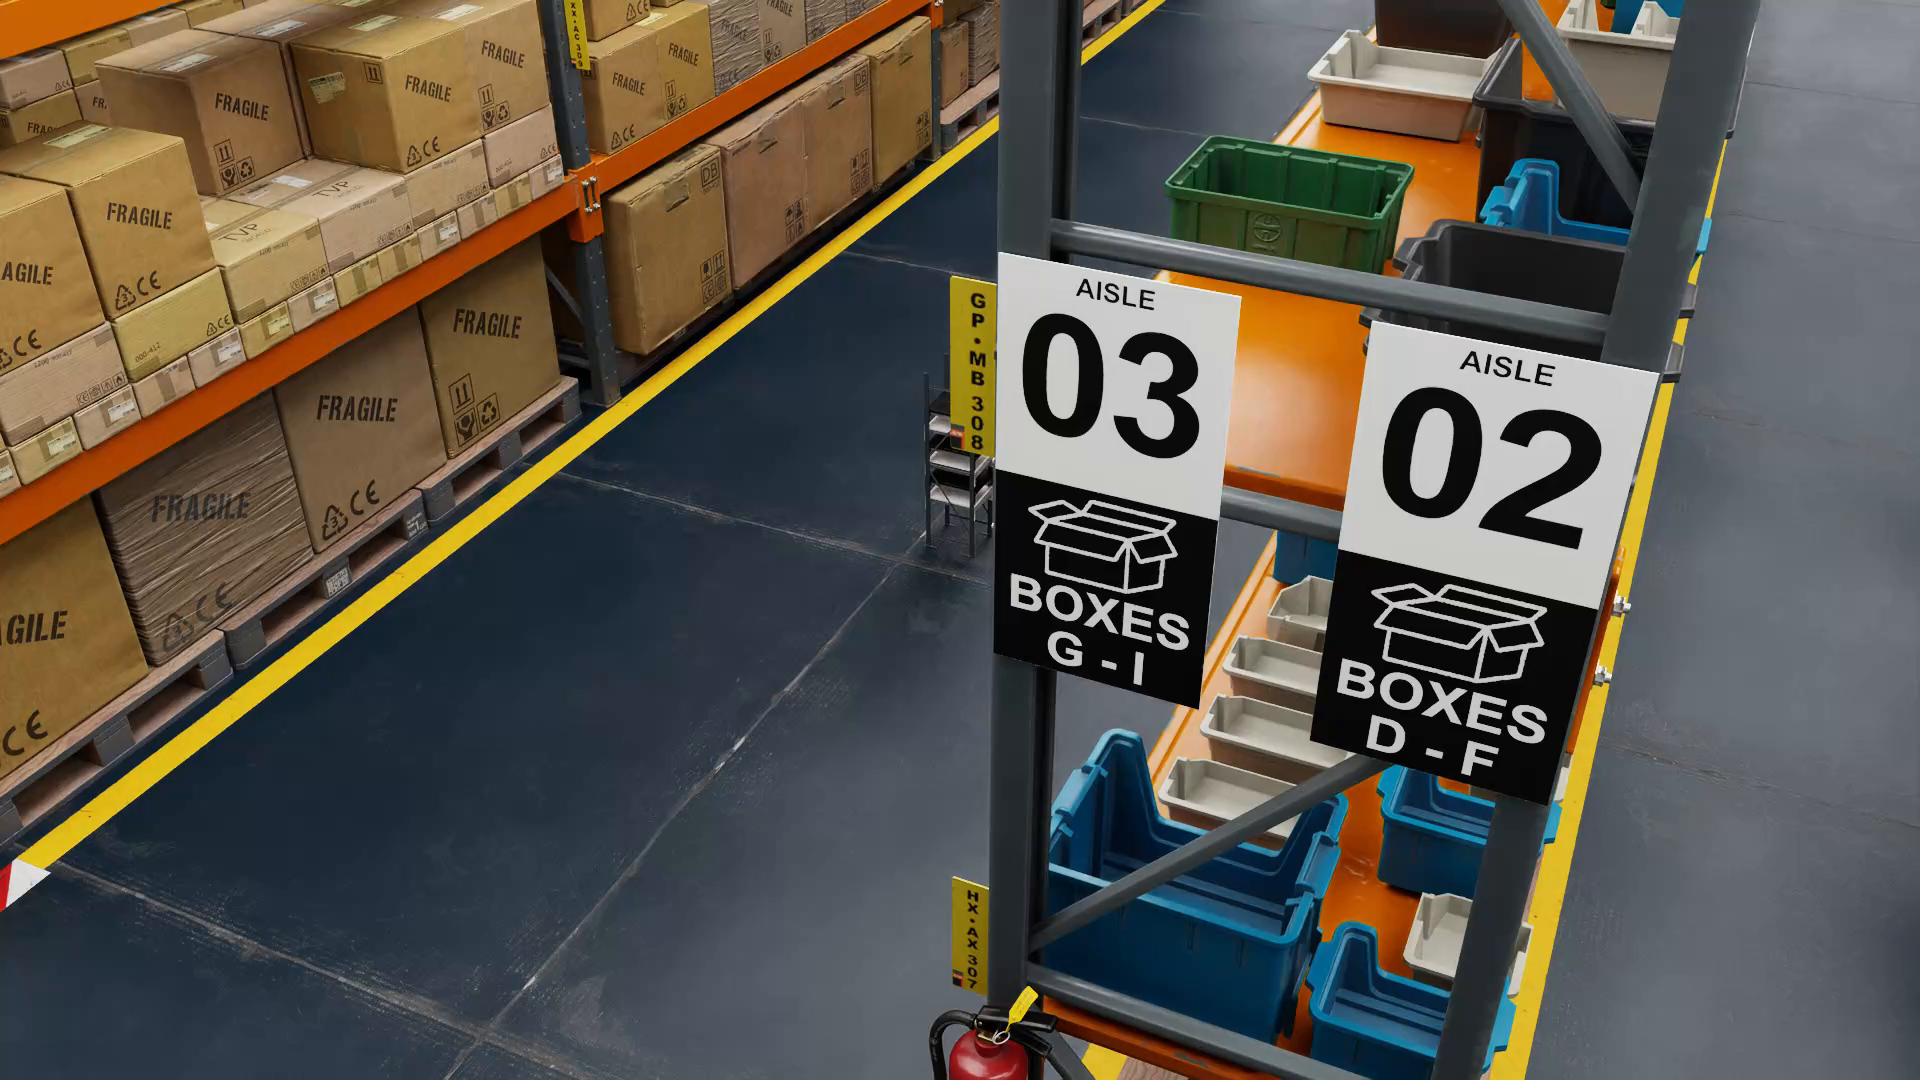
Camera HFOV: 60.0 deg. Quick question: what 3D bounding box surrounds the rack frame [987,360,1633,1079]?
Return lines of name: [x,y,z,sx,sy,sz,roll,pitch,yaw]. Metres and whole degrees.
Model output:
rack frame: [0.536,1.041,3.427,1.000,3.000,0.127,14,36,20]

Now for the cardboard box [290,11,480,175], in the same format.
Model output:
cardboard box: [-2.452,-1.924,7.130,0.500,0.500,0.500,15,36,21]

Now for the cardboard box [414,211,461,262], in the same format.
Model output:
cardboard box: [-2.441,-1.372,7.335,0.380,0.149,0.250,15,36,21]

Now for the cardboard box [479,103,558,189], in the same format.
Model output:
cardboard box: [-2.235,-1.869,7.731,0.500,0.250,0.500,14,36,20]

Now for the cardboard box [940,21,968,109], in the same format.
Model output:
cardboard box: [-0.353,-3.557,12.317,0.700,0.500,0.500,12,35,18]

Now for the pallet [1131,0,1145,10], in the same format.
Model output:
pallet: [1.307,-5.249,15.562,1.003,0.211,1.213,14,36,20]

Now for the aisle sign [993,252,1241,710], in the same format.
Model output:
aisle sign: [0.240,-0.078,2.762,0.394,0.787,0.004,14,36,20]

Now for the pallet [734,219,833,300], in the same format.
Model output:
pallet: [-1.525,-1.933,10.505,1.003,0.211,1.213,14,36,20]

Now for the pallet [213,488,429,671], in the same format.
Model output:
pallet: [-3.187,0.049,7.483,1.003,0.211,1.213,14,36,20]

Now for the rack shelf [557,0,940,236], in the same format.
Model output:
rack shelf: [-1.452,-2.783,9.915,1.077,0.370,4.000,14,36,20]

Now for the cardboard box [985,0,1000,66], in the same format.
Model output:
cardboard box: [0.098,-4.120,13.176,0.700,0.500,0.500,17,37,24]

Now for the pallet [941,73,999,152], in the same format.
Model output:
pallet: [-0.287,-3.303,12.594,1.003,0.211,1.213,14,36,20]

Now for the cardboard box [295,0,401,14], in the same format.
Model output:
cardboard box: [-2.721,-2.283,7.678,0.500,0.500,0.500,14,36,20]

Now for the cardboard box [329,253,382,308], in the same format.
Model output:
cardboard box: [-2.656,-1.116,6.945,0.380,0.149,0.250,14,36,20]

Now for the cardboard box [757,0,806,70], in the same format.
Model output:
cardboard box: [-1.239,-3.060,9.589,0.500,0.500,0.500,15,36,21]

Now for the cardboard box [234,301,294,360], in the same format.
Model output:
cardboard box: [-2.872,-0.858,6.552,0.380,0.149,0.250,13,36,19]

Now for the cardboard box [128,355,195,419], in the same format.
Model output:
cardboard box: [-3.086,-0.604,6.164,0.380,0.149,0.250,13,36,20]

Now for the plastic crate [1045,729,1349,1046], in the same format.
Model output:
plastic crate: [0.507,0.791,3.721,0.616,0.435,0.499,14,36,20]

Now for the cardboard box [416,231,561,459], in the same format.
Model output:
cardboard box: [-2.638,-1.064,8.193,0.875,0.875,0.875,14,36,20]

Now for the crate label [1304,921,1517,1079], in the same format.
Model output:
crate label: [0.939,1.038,3.529,0.416,0.233,0.303,14,36,20]

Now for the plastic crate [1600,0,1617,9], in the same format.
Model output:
plastic crate: [2.307,-1.837,5.274,0.450,0.188,0.662,14,36,20]

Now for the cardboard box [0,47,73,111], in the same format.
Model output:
cardboard box: [-6.202,-3.027,10.844,0.500,0.250,0.500,13,35,18]

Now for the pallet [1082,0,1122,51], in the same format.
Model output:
pallet: [0.734,-4.518,14.448,1.003,0.211,1.213,14,36,20]

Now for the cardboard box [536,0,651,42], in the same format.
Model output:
cardboard box: [-2.029,-2.869,8.384,0.797,0.503,0.637,13,36,19]

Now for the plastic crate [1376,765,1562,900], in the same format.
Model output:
plastic crate: [1.214,0.710,4.029,0.416,0.233,0.300,14,36,20]

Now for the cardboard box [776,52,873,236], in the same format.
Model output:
cardboard box: [-1.303,-2.586,10.513,1.225,0.875,0.875,14,36,21]

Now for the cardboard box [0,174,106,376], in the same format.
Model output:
cardboard box: [-3.307,-0.897,5.564,0.500,0.500,0.500,13,36,19]

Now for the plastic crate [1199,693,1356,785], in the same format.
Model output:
plastic crate: [0.847,0.537,4.381,0.396,0.136,0.243,14,36,20]

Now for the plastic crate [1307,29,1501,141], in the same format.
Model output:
plastic crate: [1.175,-1.189,4.333,0.437,0.136,0.530,14,36,20]

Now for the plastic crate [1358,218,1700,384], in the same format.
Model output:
plastic crate: [0.951,-0.287,2.836,0.497,0.269,0.590,14,36,20]

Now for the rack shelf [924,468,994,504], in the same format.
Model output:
rack shelf: [-0.003,-0.269,7.565,0.258,0.077,0.200,14,36,20]

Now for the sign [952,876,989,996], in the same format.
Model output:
sign: [0.030,0.854,3.563,0.100,0.325,0.005,14,36,20]

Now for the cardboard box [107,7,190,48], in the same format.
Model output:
cardboard box: [-5.764,-3.546,11.635,0.500,0.250,0.500,16,36,22]

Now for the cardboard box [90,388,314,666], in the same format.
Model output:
cardboard box: [-3.386,-0.173,6.833,0.875,0.875,0.875,14,36,20]

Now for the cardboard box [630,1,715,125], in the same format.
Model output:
cardboard box: [-1.660,-2.552,8.815,0.500,0.500,0.500,14,36,21]

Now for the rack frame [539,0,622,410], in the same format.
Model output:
rack frame: [-2.289,-2.088,8.198,1.000,3.000,0.127,14,36,20]

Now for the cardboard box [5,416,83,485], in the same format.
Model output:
cardboard box: [-3.301,-0.347,5.773,0.380,0.149,0.250,13,36,19]

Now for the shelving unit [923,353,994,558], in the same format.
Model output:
shelving unit: [-0.003,-0.372,7.497,0.258,0.900,0.210,14,36,20]

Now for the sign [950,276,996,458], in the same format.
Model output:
sign: [0.030,-0.288,2.814,0.100,0.325,0.005,14,36,20]

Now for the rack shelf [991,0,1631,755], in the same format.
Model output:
rack shelf: [1.373,-0.909,4.321,1.077,0.370,4.000,14,36,20]

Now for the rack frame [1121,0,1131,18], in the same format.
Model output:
rack frame: [1.058,-6.072,14.275,1.000,3.000,0.127,14,36,20]

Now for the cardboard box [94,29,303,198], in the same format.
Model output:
cardboard box: [-3.148,-1.779,6.910,0.500,0.500,0.500,13,35,19]

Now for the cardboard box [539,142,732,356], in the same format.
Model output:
cardboard box: [-2.039,-1.698,9.159,1.225,0.875,0.875,14,36,21]

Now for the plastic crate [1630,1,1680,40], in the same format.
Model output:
plastic crate: [2.023,-1.375,4.616,0.293,0.136,0.466,14,36,20]

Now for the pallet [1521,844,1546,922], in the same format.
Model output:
pallet: [1.428,1.200,5.728,1.003,0.211,1.213,14,36,20]

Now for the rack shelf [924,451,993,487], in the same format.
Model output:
rack shelf: [-0.003,-0.344,7.515,0.258,0.077,0.200,14,36,20]

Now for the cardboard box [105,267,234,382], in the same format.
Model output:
cardboard box: [-3.091,-0.844,6.167,0.500,0.250,0.500,13,35,19]

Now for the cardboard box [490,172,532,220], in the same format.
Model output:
cardboard box: [-2.226,-1.627,7.725,0.380,0.149,0.250,15,36,21]

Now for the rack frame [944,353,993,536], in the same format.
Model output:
rack frame: [0.039,-0.423,7.574,0.240,0.900,0.006,14,36,20]

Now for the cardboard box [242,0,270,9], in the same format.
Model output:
cardboard box: [-5.327,-4.057,12.415,0.500,0.250,0.500,15,36,21]

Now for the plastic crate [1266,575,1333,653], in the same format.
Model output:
plastic crate: [1.049,0.241,4.832,0.298,0.136,0.250,14,36,20]

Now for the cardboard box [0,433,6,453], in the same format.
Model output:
cardboard box: [-3.516,-0.334,5.390,0.500,0.250,0.500,13,36,19]

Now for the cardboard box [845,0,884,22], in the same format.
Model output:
cardboard box: [-0.811,-3.572,10.371,0.500,0.500,0.500,14,36,20]

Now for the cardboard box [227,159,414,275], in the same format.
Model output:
cardboard box: [-2.663,-1.357,6.949,0.500,0.250,0.500,15,36,21]

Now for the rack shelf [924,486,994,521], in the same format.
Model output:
rack shelf: [-0.003,-0.194,7.614,0.258,0.077,0.200,14,36,20]

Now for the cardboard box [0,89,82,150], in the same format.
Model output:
cardboard box: [-6.201,-2.713,11.049,0.500,0.500,0.500,16,36,22]

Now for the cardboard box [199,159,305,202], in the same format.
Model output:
cardboard box: [-3.147,-1.470,7.121,0.500,0.250,0.500,15,36,22]

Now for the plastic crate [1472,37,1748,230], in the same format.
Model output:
plastic crate: [1.425,-0.886,3.686,0.504,0.338,0.767,14,36,20]

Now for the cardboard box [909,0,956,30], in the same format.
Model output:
cardboard box: [-0.362,-3.873,12.115,0.500,0.250,0.500,16,36,22]
